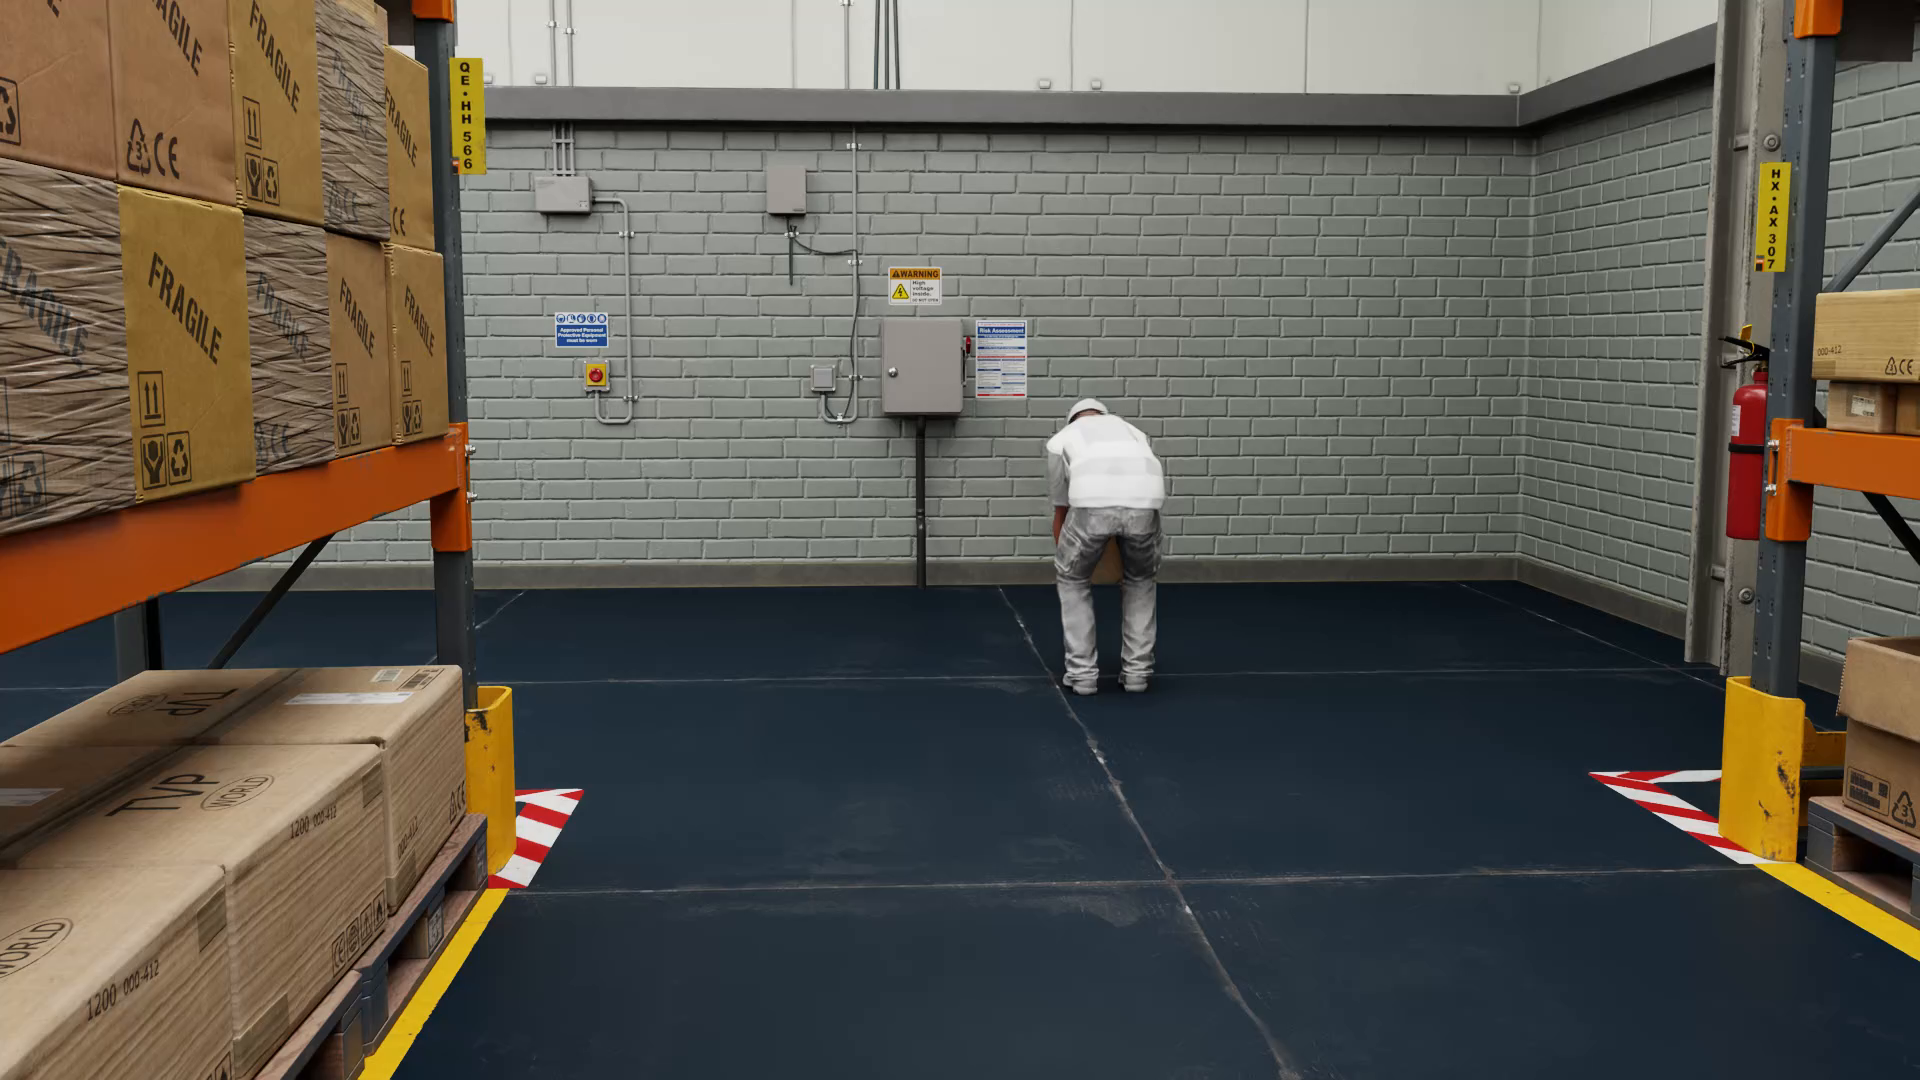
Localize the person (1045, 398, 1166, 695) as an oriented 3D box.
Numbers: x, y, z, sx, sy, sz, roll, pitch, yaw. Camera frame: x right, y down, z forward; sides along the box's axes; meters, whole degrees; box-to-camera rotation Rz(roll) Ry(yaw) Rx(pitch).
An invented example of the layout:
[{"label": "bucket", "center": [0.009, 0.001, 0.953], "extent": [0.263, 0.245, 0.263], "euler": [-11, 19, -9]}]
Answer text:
[{"label": "person", "center": [0.649, 0.009, 7.642], "extent": [0.500, 1.294, 0.938], "euler": [-1, 7, -6]}]
